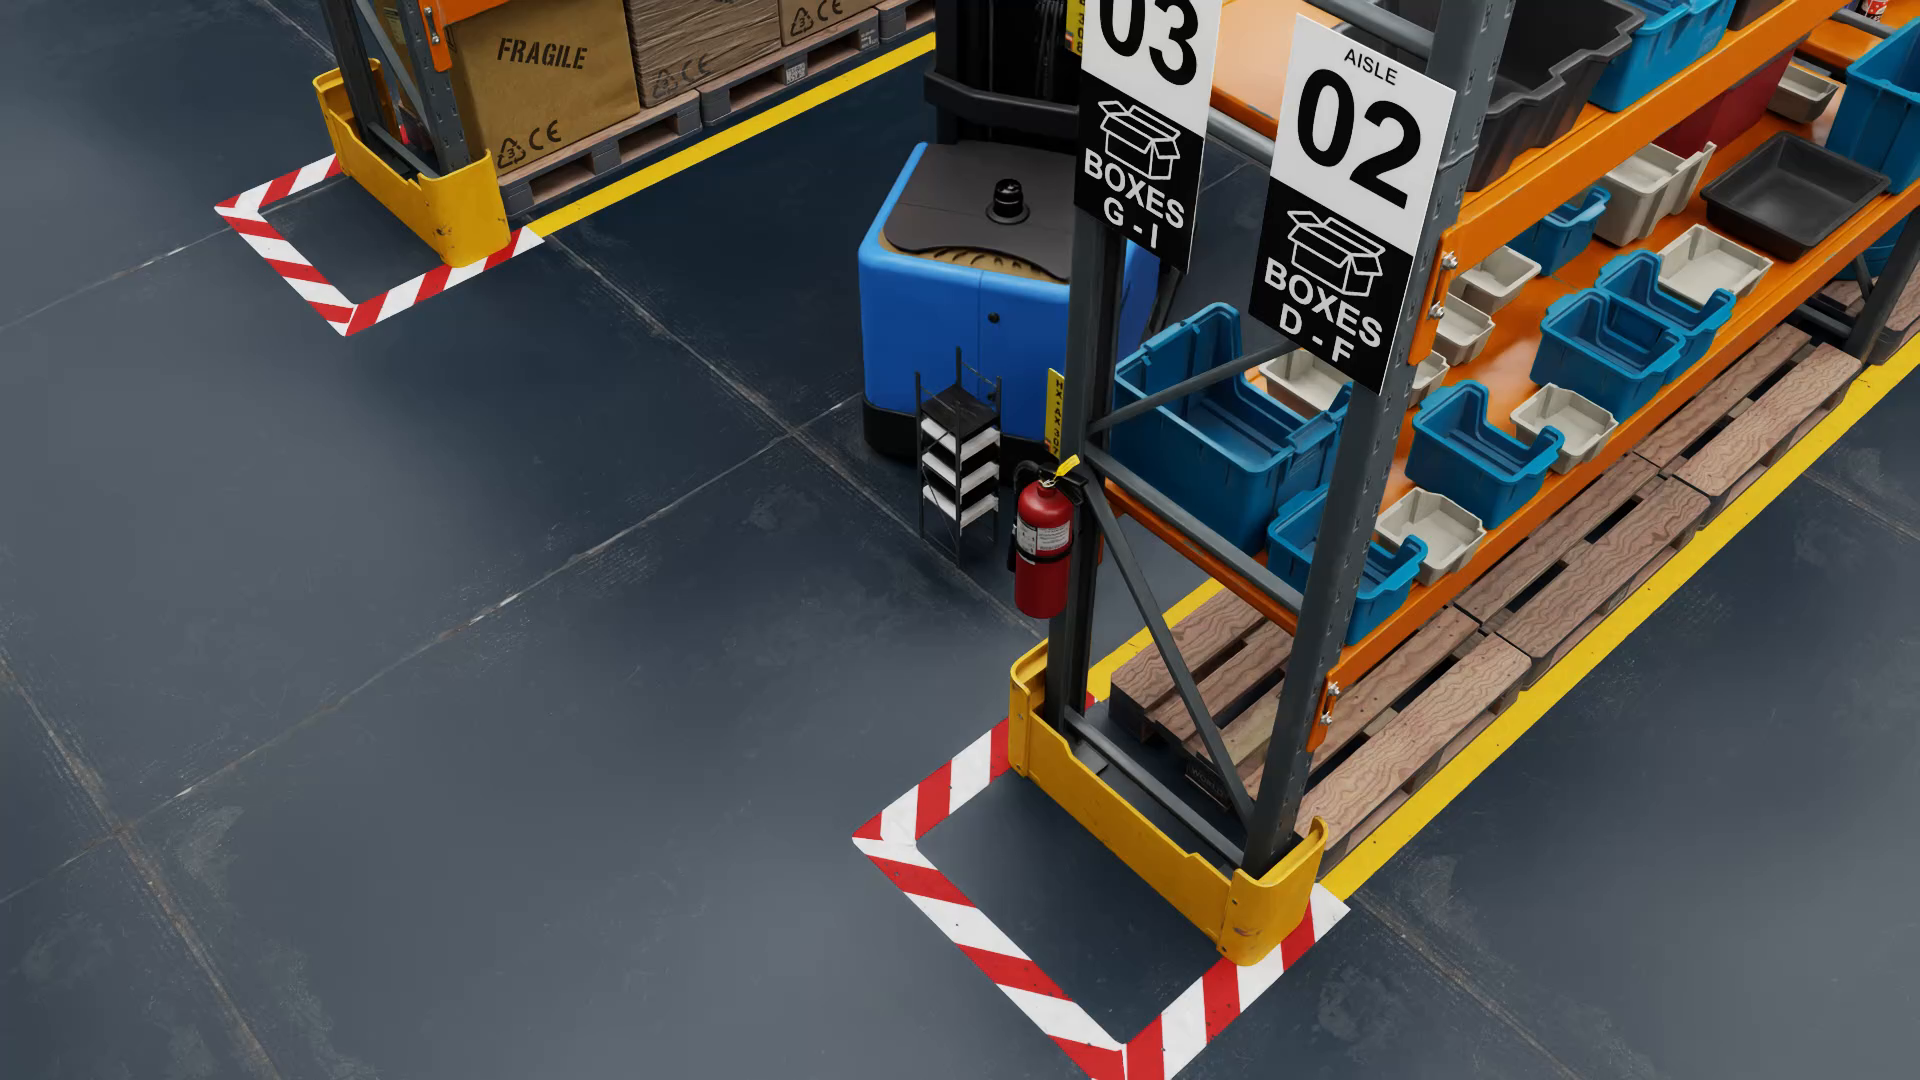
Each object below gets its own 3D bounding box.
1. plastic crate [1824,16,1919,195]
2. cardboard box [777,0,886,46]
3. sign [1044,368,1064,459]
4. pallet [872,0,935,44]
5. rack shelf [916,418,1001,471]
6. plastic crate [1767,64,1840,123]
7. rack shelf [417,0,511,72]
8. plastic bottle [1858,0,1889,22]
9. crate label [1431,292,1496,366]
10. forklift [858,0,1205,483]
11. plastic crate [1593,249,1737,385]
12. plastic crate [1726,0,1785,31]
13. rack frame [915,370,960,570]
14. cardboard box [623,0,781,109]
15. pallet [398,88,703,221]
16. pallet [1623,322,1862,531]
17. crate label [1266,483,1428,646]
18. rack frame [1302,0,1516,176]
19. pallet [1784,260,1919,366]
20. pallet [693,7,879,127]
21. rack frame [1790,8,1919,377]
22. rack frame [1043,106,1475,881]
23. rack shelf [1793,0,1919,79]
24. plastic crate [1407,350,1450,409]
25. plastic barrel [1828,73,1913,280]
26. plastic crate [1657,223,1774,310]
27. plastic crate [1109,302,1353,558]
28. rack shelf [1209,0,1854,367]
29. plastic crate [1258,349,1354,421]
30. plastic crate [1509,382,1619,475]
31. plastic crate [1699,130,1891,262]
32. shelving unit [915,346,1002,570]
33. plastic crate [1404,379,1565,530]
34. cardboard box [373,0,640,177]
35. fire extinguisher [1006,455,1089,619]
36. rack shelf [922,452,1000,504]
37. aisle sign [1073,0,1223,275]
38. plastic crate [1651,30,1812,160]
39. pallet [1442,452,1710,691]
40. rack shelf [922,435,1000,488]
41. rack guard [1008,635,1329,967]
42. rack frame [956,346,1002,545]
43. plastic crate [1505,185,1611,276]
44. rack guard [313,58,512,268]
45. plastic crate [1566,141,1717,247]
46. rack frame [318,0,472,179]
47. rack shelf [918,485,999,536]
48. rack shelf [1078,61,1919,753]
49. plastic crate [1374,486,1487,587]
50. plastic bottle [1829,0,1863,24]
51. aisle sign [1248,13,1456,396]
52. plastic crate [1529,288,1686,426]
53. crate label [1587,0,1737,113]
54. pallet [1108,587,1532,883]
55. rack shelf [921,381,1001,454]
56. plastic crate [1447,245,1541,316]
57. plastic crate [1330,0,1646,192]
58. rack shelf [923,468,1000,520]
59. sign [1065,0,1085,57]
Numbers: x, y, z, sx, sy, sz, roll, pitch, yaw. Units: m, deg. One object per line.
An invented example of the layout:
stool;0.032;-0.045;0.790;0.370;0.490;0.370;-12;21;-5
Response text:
plastic crate;3.518;-1.595;6.150;0.575;0.384;0.392;-34;56;-27
cardboard box;-0.906;-3.383;8.991;0.875;0.875;0.875;-34;56;-27
sign;0.293;-0.365;4.934;0.005;0.325;0.100;-34;56;-27
pallet;-0.313;-3.410;9.753;1.213;0.211;1.003;-34;56;-27
rack shelf;-0.006;-0.401;6.308;0.200;0.077;0.258;-34;56;-27
plastic crate;3.194;-1.774;6.485;0.243;0.136;0.396;-34;56;-27
rack shelf;-1.177;-3.456;8.388;4.000;0.370;1.077;-34;56;-27
plastic bottle;3.806;-2.241;6.912;0.097;0.201;0.097;0;47;0
crate label;1.570;-0.737;5.528;0.243;0.136;0.396;-34;56;-27
forklift;0.507;-2.294;6.872;1.130;2.935;3.031;12;49;11
plastic crate;2.275;-0.724;5.450;0.300;0.233;0.416;-34;56;-27
plastic crate;1.990;-1.620;4.205;0.767;0.338;0.504;-34;56;-27
rack frame;-0.081;-0.251;6.369;0.006;0.900;0.240;-34;56;-27
cardboard box;-1.564;-2.943;8.585;0.875;0.875;0.875;-34;56;-27
pallet;-2.118;-2.204;8.640;1.213;0.211;1.003;-34;56;-27
pallet;3.116;-0.666;7.221;1.213;0.211;1.003;-34;56;-27
crate label;1.079;0.075;4.713;0.303;0.233;0.416;-34;56;-27
rack frame;0.675;-2.053;2.521;0.127;3.000;1.000;-34;56;-27
pallet;4.233;-1.409;7.907;1.213;0.211;1.003;-34;56;-27
pallet;-1.216;-2.804;9.193;1.213;0.211;1.003;-34;56;-27
rack frame;3.634;-1.996;6.551;0.127;3.000;1.000;-34;56;-27
rack frame;0.675;-0.018;4.726;0.127;3.000;1.000;-34;56;-27
rack shelf;5.114;-2.741;7.727;4.000;0.370;1.077;-34;56;-27
plastic crate;1.381;-0.586;5.388;0.243;0.136;0.396;-34;56;-27
plastic barrel;4.048;-1.686;7.407;0.708;0.901;0.600;-34;56;-27
plastic crate;2.548;-0.902;5.680;0.466;0.136;0.293;-34;56;-27
plastic crate;0.797;-0.318;4.937;0.499;0.435;0.616;-34;56;-27
rack shelf;2.155;-1.780;4.800;4.000;0.370;1.077;-34;56;-27
plastic crate;1.156;-0.451;5.264;0.243;0.136;0.396;-34;56;-27
plastic crate;1.874;-0.341;5.162;0.298;0.136;0.250;-34;56;-27
plastic crate;2.987;-1.223;5.984;0.590;0.125;0.437;-34;56;-27
shelving unit;-0.006;-0.301;6.416;0.210;0.900;0.258;-34;56;-27
plastic crate;1.566;-0.250;5.013;0.300;0.233;0.416;-34;56;-27
cardboard box;-2.237;-2.493;8.170;0.875;0.875;0.875;-34;56;-27
fire extinguisher;0.258;-0.038;5.050;0.183;0.674;0.296;-34;56;-27
rack shelf;-0.006;-0.279;6.440;0.200;0.077;0.258;-34;56;-27
aisle sign;0.425;-1.023;3.885;0.004;0.787;0.394;-34;56;-27
plastic crate;2.805;-1.733;6.224;0.583;0.464;0.402;-34;56;-27
pallet;2.213;-0.059;6.661;1.213;0.211;1.003;-34;56;-27
rack shelf;-0.006;-0.340;6.374;0.200;0.077;0.258;-34;56;-27
rack guard;0.666;0.848;5.627;0.348;0.500;1.175;-34;56;-27
rack frame;0.069;-0.351;6.462;0.006;0.900;0.240;-34;56;-27
plastic crate;2.022;-1.137;5.831;0.300;0.233;0.416;-34;56;-27
rack guard;-2.675;-1.852;8.119;0.348;0.500;1.175;-34;56;-27
plastic crate;2.381;-1.321;5.968;0.530;0.282;0.437;-34;56;-27
rack frame;-2.657;-2.711;7.211;0.127;3.000;1.000;-34;56;-27
rack shelf;-0.006;-0.156;6.572;0.200;0.077;0.258;-34;56;-27
rack shelf;2.155;-0.763;5.903;4.000;0.370;1.077;-34;56;-27
plastic crate;1.372;-0.006;4.853;0.298;0.136;0.250;-34;56;-27
plastic bottle;3.709;-2.324;6.938;0.135;0.276;0.152;-34;56;-27
aisle sign;0.821;-0.703;3.589;0.004;0.787;0.394;-34;56;-27
plastic crate;2.053;-0.576;5.313;0.300;0.233;0.416;-34;56;-27
crate label;1.575;-1.265;3.937;0.502;0.251;0.408;-34;56;-27
pallet;1.311;0.541;6.107;1.213;0.211;1.003;-34;56;-27
rack shelf;-0.006;-0.462;6.242;0.200;0.077;0.258;-34;56;-27
plastic crate;1.777;-0.894;5.672;0.250;0.136;0.298;-34;56;-27
plastic crate;1.147;-1.030;3.707;0.590;0.269;0.497;-34;56;-27
rack shelf;-0.006;-0.218;6.506;0.200;0.077;0.258;-34;56;-27
sign;0.293;-1.291;3.930;0.005;0.325;0.100;-34;56;-27
